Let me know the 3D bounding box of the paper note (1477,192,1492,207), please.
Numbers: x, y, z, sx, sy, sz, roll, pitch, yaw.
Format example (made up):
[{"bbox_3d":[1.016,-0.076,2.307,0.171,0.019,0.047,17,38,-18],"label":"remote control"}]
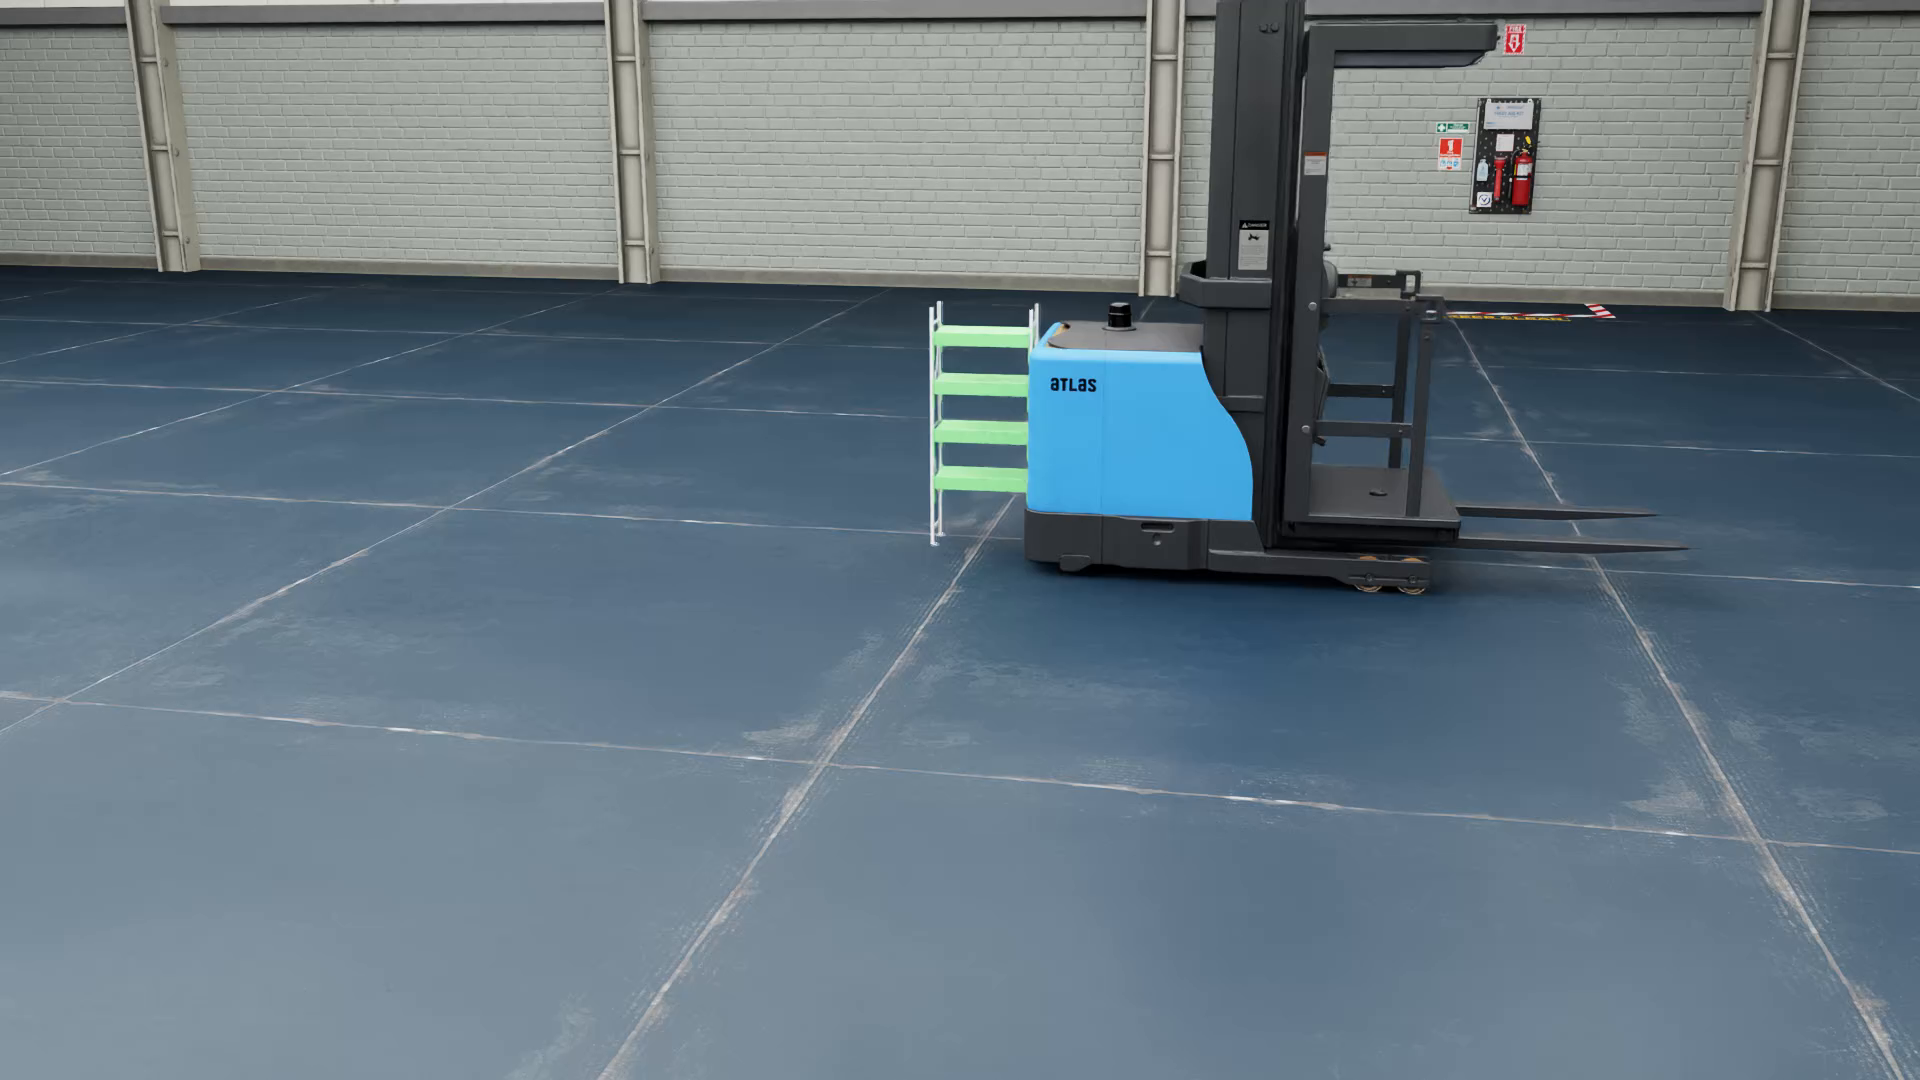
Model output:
[{"bbox_3d":[5.468,-3.550,17.340,0.142,0.148,0.016,3,16,11],"label":"paper note"}]

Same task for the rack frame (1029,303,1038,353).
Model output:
[{"bbox_3d":[0.361,-0.559,8.262,0.015,1.200,0.240,2,16,9],"label":"rack frame"}]

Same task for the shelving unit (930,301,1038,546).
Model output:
[{"bbox_3d":[0.120,-0.569,8.299,0.503,1.200,0.258,2,16,9],"label":"shelving unit"}]

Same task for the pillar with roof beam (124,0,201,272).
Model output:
[{"bbox_3d":[-10.455,-6.529,15.203,0.400,9.000,9.100,3,16,11],"label":"pillar with roof beam"}]

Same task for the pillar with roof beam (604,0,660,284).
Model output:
[{"bbox_3d":[-4.575,-6.209,14.051,0.400,9.000,9.100,3,16,11],"label":"pillar with roof beam"}]

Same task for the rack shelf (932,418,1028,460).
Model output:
[{"bbox_3d":[0.120,-0.508,8.316,0.480,0.148,0.258,2,16,9],"label":"rack shelf"}]

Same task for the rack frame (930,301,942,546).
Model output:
[{"bbox_3d":[-0.121,-0.579,8.336,0.015,1.200,0.240,2,16,9],"label":"rack frame"}]

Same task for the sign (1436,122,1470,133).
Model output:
[{"bbox_3d":[5.109,-4.274,17.242,0.331,0.109,0.001,3,16,11],"label":"sign"}]

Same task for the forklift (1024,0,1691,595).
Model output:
[{"bbox_3d":[1.871,-1.316,7.754,3.031,2.935,1.130,3,16,9],"label":"forklift"}]

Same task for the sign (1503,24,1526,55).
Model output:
[{"bbox_3d":[5.640,-5.091,16.910,0.199,0.298,0.001,3,16,11],"label":"sign"}]

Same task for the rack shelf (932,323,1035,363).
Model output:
[{"bbox_3d":[0.120,-0.970,8.188,0.480,0.148,0.258,2,16,9],"label":"rack shelf"}]

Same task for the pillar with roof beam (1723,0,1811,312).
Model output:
[{"bbox_3d":[7.184,-5.571,11.747,0.400,9.000,9.100,3,16,11],"label":"pillar with roof beam"}]

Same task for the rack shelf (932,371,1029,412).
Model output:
[{"bbox_3d":[0.120,-0.739,8.252,0.480,0.148,0.258,2,16,9],"label":"rack shelf"}]

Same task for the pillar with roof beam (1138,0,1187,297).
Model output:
[{"bbox_3d":[1.304,-5.890,12.899,0.400,9.000,9.100,3,16,11],"label":"pillar with roof beam"}]

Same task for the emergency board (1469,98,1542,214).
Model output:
[{"bbox_3d":[5.628,-3.947,17.124,0.643,1.169,0.194,3,16,11],"label":"emergency board"}]

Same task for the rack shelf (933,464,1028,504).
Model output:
[{"bbox_3d":[0.120,-0.276,8.380,0.480,0.148,0.258,2,16,9],"label":"rack shelf"}]

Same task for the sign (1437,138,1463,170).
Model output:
[{"bbox_3d":[5.107,-4.021,17.322,0.234,0.329,0.001,3,16,11],"label":"sign"}]
